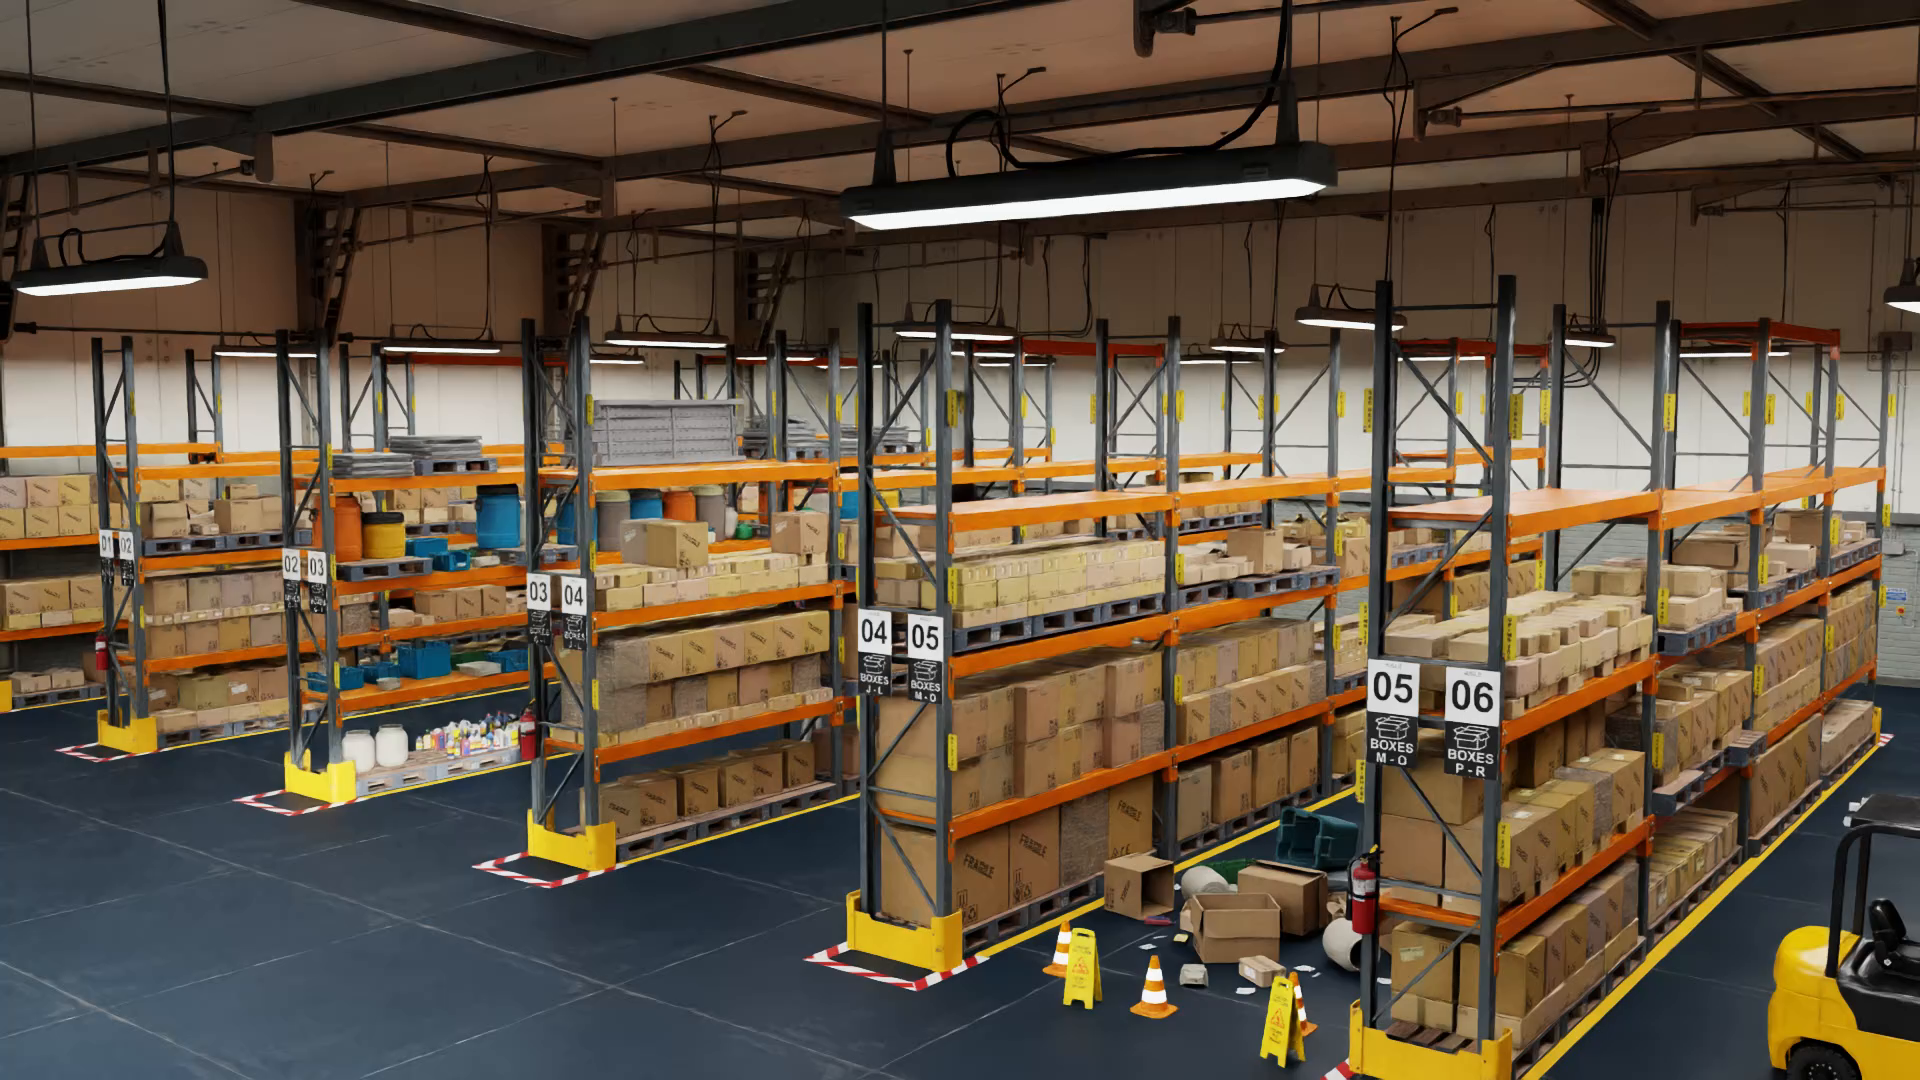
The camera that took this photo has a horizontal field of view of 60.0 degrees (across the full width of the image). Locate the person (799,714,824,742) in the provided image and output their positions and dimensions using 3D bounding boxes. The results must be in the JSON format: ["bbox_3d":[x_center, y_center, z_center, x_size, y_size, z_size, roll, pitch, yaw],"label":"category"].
[{"bbox_3d":[-2.205,2.139,24.785,0.712,1.764,0.918,2,6,25],"label":"person"}]

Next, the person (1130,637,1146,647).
[{"bbox_3d":[2.715,2.206,24.918,0.607,1.606,0.687,3,6,30],"label":"person"}]
